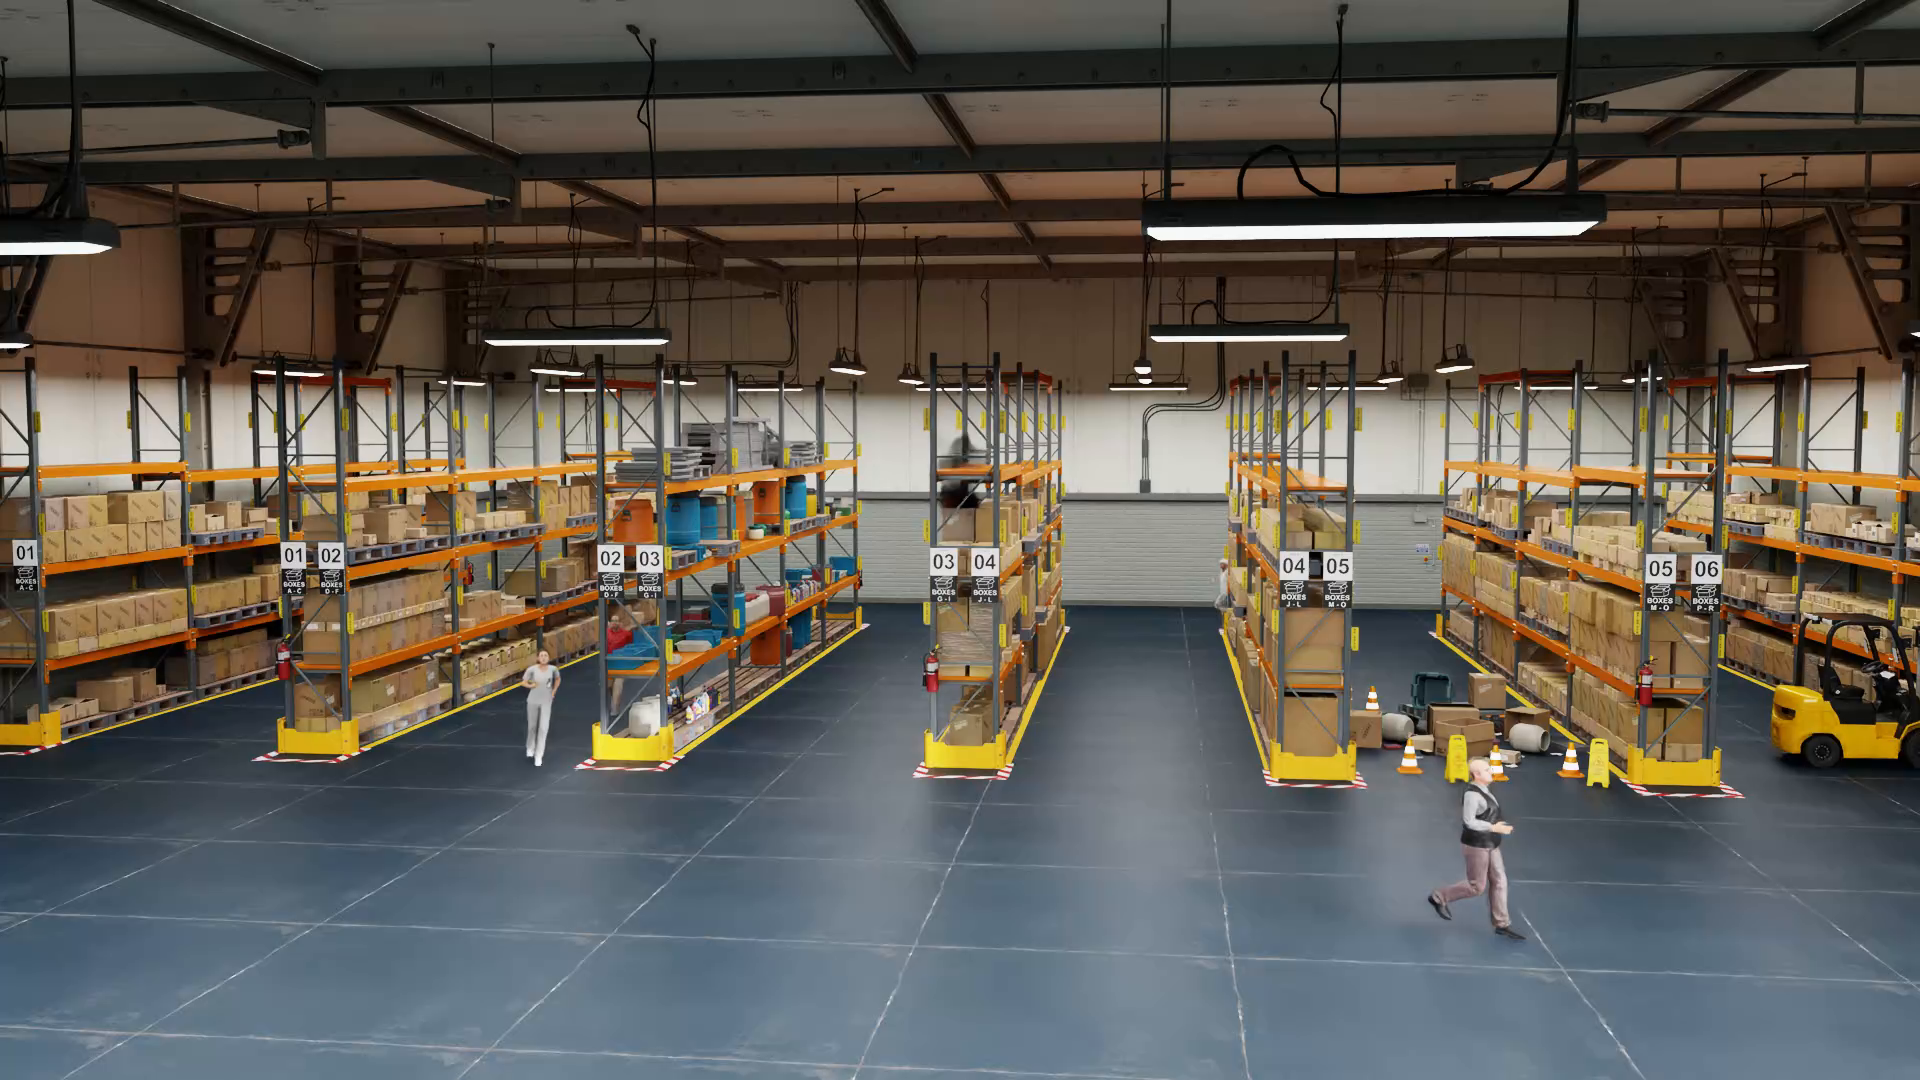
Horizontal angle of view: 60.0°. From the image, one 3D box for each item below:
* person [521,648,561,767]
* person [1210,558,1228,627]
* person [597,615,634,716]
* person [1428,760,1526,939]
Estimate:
[{"bbox_3d":[-6.171,2.437,24.517,0.571,1.714,0.762,-1,4,-15],"label":"person"},{"bbox_3d":[6.436,1.290,40.514,0.657,1.741,0.684,0,4,6],"label":"person"},{"bbox_3d":[-5.906,2.129,28.598,0.660,1.699,0.772,0,4,-2],"label":"person"},{"bbox_3d":[5.056,2.993,16.206,0.936,1.717,0.661,3,5,34],"label":"person"}]
